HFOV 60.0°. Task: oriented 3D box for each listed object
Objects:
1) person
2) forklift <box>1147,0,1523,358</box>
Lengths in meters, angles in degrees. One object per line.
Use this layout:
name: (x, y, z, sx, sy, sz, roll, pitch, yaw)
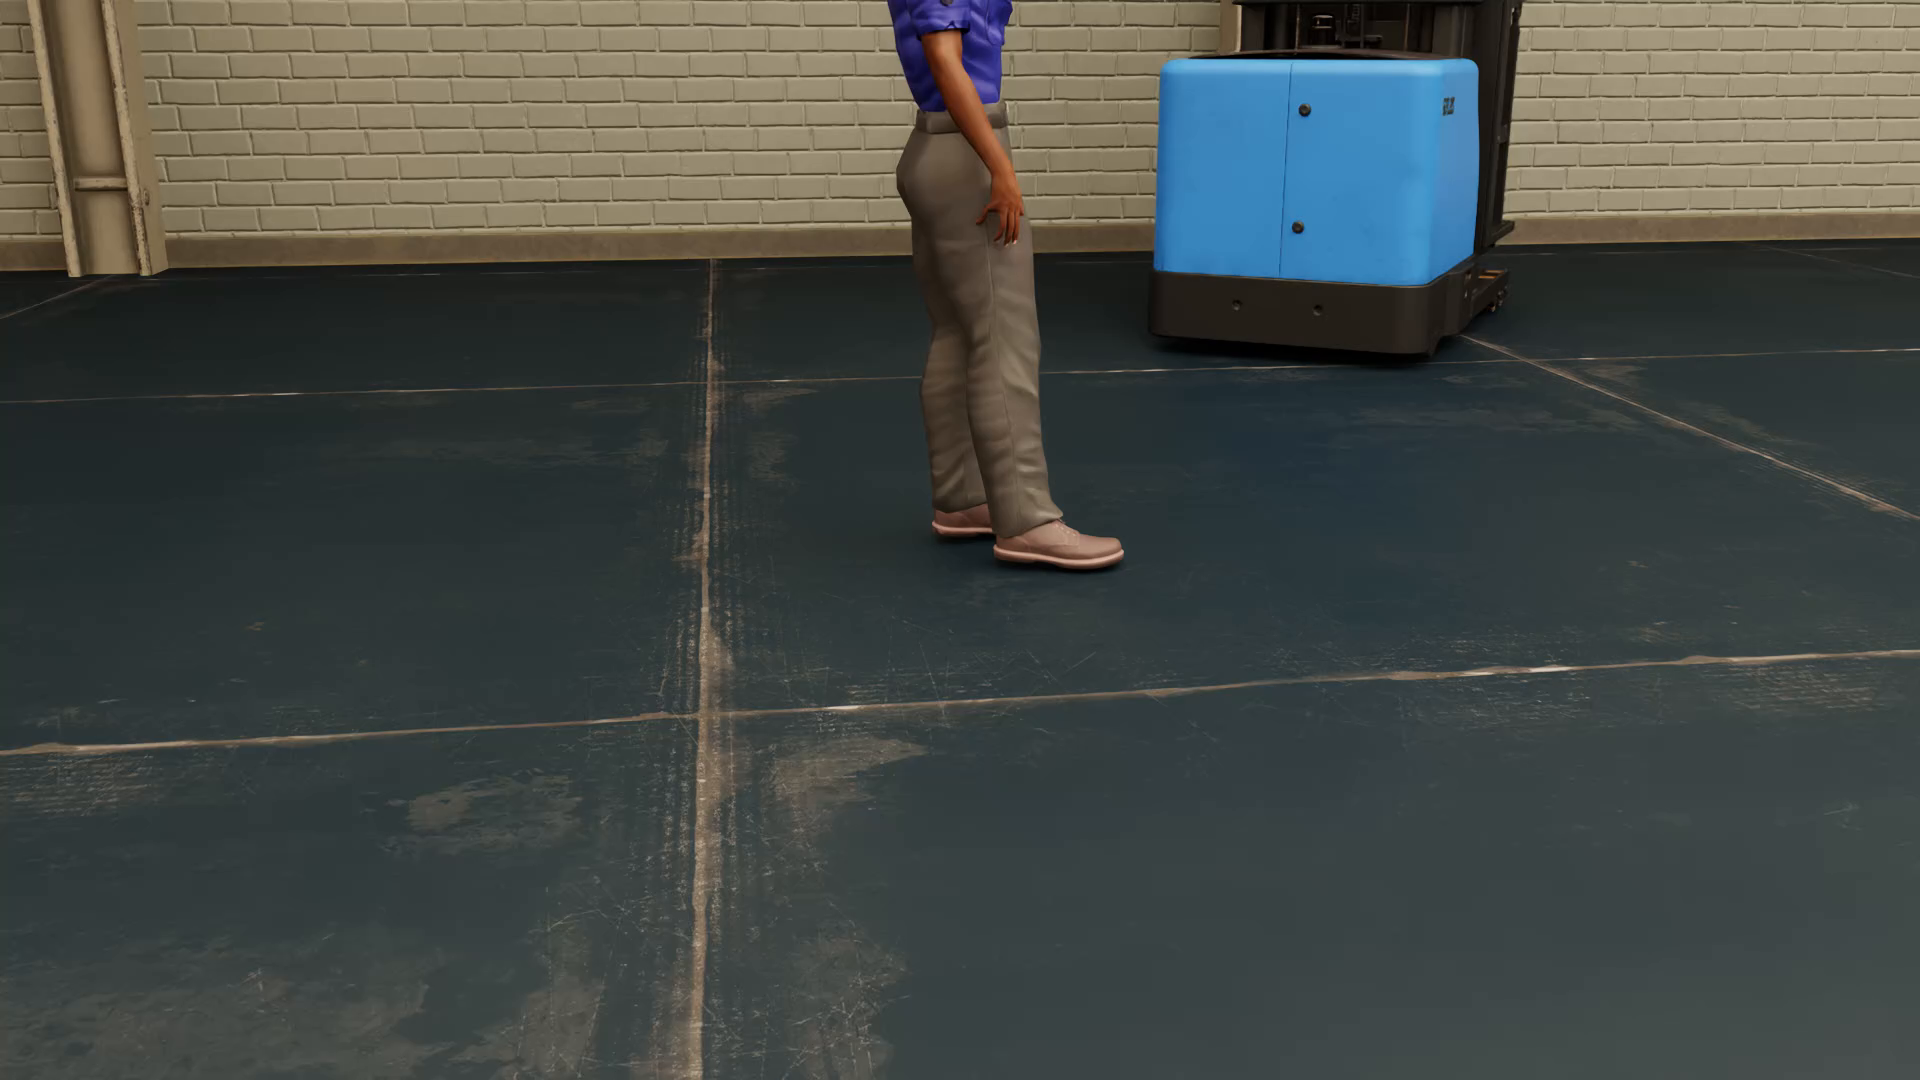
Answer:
person: (0.089, -0.797, 3.718, 0.504, 1.654, 0.570, -2, 17, -8)
forklift: (1.810, -2.443, 6.995, 1.130, 2.935, 3.031, 8, 18, 24)
